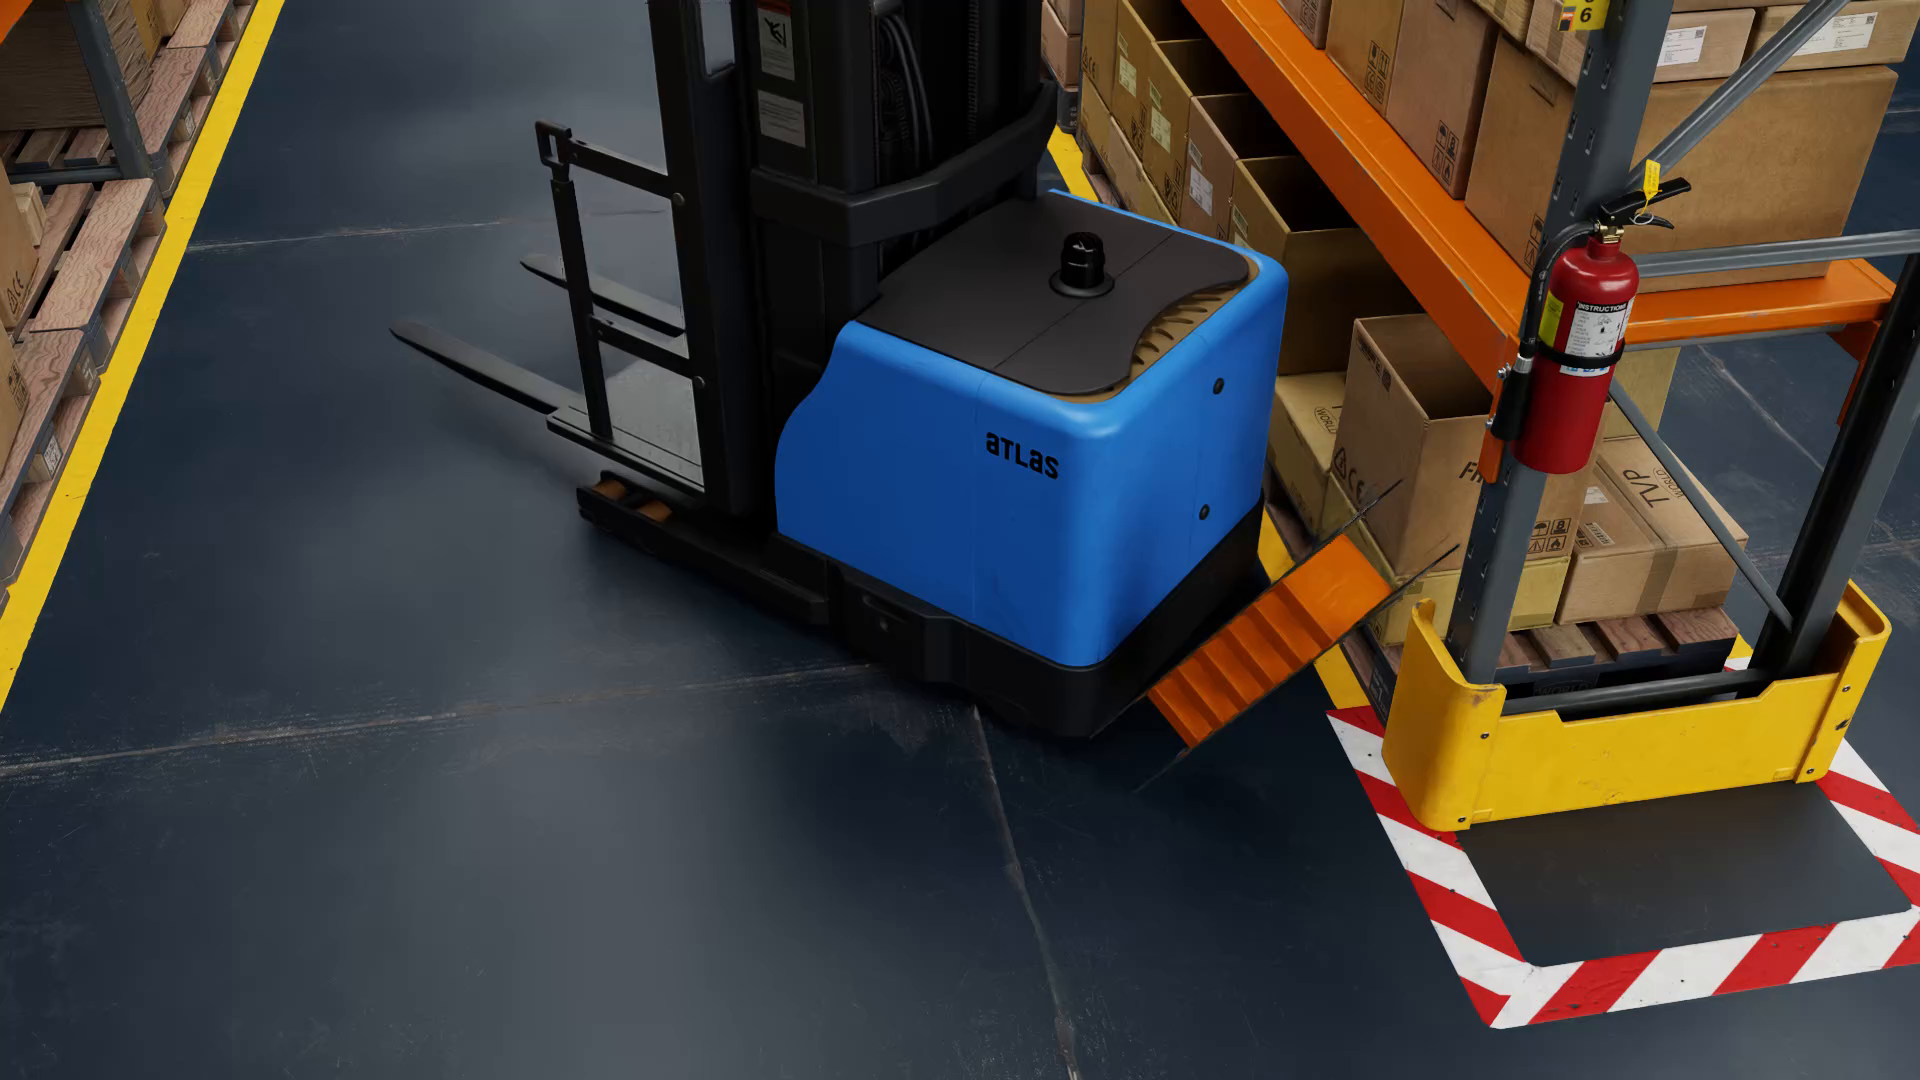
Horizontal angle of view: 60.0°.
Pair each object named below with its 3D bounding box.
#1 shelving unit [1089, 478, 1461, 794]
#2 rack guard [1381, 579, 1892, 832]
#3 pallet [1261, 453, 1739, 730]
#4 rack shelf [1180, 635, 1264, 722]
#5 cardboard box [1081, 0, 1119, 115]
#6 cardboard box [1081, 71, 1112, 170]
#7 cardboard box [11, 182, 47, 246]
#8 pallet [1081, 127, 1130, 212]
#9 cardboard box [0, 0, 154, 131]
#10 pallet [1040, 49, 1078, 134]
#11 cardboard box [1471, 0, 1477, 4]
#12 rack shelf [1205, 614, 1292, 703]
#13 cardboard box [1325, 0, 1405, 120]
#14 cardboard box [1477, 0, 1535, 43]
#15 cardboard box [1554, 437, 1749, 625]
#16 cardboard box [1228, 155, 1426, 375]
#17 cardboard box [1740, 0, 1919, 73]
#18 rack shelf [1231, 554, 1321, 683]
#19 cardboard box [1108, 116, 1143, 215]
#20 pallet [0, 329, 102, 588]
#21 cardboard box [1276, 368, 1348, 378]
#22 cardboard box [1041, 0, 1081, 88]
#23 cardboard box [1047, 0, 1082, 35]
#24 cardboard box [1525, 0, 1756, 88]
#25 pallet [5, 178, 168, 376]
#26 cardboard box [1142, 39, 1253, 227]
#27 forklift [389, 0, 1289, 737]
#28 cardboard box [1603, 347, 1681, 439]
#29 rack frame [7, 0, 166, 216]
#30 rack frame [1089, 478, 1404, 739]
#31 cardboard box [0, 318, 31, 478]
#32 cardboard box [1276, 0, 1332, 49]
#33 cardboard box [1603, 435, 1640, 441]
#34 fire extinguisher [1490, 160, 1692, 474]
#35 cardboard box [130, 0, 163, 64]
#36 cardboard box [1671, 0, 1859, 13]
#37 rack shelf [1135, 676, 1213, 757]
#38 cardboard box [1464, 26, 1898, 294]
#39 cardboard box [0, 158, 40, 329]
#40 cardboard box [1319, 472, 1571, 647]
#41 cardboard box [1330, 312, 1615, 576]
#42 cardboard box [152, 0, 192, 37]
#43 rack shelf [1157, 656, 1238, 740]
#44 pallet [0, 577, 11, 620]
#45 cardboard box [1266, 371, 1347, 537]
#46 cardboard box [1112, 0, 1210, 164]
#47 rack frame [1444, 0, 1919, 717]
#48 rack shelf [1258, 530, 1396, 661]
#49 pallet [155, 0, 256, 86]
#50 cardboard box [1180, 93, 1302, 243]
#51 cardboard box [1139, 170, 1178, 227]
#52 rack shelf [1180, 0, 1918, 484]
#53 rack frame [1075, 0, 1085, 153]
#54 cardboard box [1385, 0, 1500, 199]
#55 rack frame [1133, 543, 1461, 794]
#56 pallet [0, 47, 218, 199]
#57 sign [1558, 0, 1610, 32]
[{"bbox_3d":[0.707,0.267,3.985,0.258,1.200,0.189,-33,79,-35],"label":"shelving unit"},{"bbox_3d":[1.736,0.394,4.336,1.175,0.500,0.348,-6,38,-8],"label":"rack guard"},{"bbox_3d":[1.557,0.036,5.032,1.003,0.211,1.213,-6,38,-8],"label":"pallet"},{"bbox_3d":[0.690,0.288,4.021,0.258,0.103,0.180,-33,79,-35],"label":"rack shelf"},{"bbox_3d":[0.804,-2.086,6.778,0.500,0.500,0.500,-6,38,-8],"label":"cardboard box"},{"bbox_3d":[0.814,-1.791,7.010,0.500,0.250,0.500,-6,38,-8],"label":"cardboard box"},{"bbox_3d":[-3.722,-1.224,6.331,0.380,0.166,0.250,-11,39,-14],"label":"cardboard box"},{"bbox_3d":[1.129,-1.438,6.929,1.003,0.211,1.213,-6,38,-8],"label":"pallet"},{"bbox_3d":[-3.991,-2.118,7.211,0.700,0.500,0.500,-5,38,-6],"label":"cardboard box"},{"bbox_3d":[0.863,-2.364,8.120,1.003,0.211,1.213,-6,38,-8],"label":"pallet"},{"bbox_3d":[1.385,-1.426,4.031,0.380,0.149,0.250,-7,38,-9],"label":"cardboard box"},{"bbox_3d":[0.735,0.233,3.925,0.258,0.103,0.180,-33,79,-35],"label":"rack shelf"},{"bbox_3d":[1.485,-1.548,4.716,0.700,0.500,0.500,-6,38,-8],"label":"cardboard box"},{"bbox_3d":[1.430,-1.272,3.832,0.380,0.149,0.250,-5,38,-7],"label":"cardboard box"},{"bbox_3d":[1.857,-0.036,4.750,0.500,0.250,0.500,-6,38,-8],"label":"cardboard box"},{"bbox_3d":[1.155,-0.878,5.223,0.500,0.500,0.500,-6,38,-8],"label":"cardboard box"},{"bbox_3d":[1.875,-1.164,3.693,0.380,0.149,0.250,-6,38,-8],"label":"cardboard box"},{"bbox_3d":[0.780,0.177,3.828,0.258,0.103,0.180,-33,79,-35],"label":"rack shelf"},{"bbox_3d":[0.896,-1.489,6.620,0.500,0.250,0.500,-6,38,-8],"label":"cardboard box"},{"bbox_3d":[-3.476,-0.247,5.396,1.003,0.211,1.213,-6,38,-8],"label":"pallet"},{"bbox_3d":[1.158,-0.583,5.454,0.500,0.250,0.500,-6,38,-8],"label":"cardboard box"},{"bbox_3d":[0.673,-2.323,7.694,0.500,0.250,0.500,-7,38,-8],"label":"cardboard box"},{"bbox_3d":[0.678,-2.539,7.515,0.500,0.311,0.500,-6,38,-8],"label":"cardboard box"},{"bbox_3d":[1.477,-1.114,3.629,0.380,0.149,0.250,-7,38,-9],"label":"cardboard box"},{"bbox_3d":[-3.693,-0.986,6.347,1.003,0.211,1.213,-6,38,-8],"label":"pallet"},{"bbox_3d":[0.979,-1.482,6.001,0.500,0.500,0.500,-6,38,-8],"label":"cardboard box"},{"bbox_3d":[-0.590,-1.351,4.600,3.031,2.935,1.130,24,44,28],"label":"forklift"},{"bbox_3d":[1.767,-0.634,4.908,0.500,0.500,0.500,-6,38,-8],"label":"cardboard box"},{"bbox_3d":[-3.846,-2.489,6.009,1.000,3.000,0.127,-6,38,-8],"label":"rack frame"},{"bbox_3d":[0.650,0.197,3.999,0.240,1.200,0.006,-33,79,-35],"label":"rack frame"},{"bbox_3d":[-3.356,-0.480,5.102,0.700,0.500,0.500,-9,39,-11],"label":"cardboard box"},{"bbox_3d":[1.389,-1.866,5.125,0.700,0.500,0.500,-5,38,-7],"label":"cardboard box"},{"bbox_3d":[1.766,-0.337,5.138,0.500,0.250,0.500,-6,38,-8],"label":"cardboard box"},{"bbox_3d":[1.295,-0.456,3.455,0.296,0.674,0.183,-6,38,-8],"label":"fire extinguisher"},{"bbox_3d":[-4.131,-2.425,7.605,0.700,0.500,0.500,-7,38,-9],"label":"cardboard box"},{"bbox_3d":[1.653,-1.475,3.565,0.700,0.500,0.500,-6,38,-8],"label":"cardboard box"},{"bbox_3d":[0.601,0.398,4.215,0.258,0.103,0.180,-33,79,-35],"label":"rack shelf"},{"bbox_3d":[1.663,-0.931,3.922,0.700,0.500,0.500,-6,38,-8],"label":"cardboard box"},{"bbox_3d":[-3.624,-1.053,5.839,0.500,0.500,0.500,-9,39,-11],"label":"cardboard box"},{"bbox_3d":[1.347,0.020,4.678,0.500,0.250,0.500,-6,38,-8],"label":"cardboard box"},{"bbox_3d":[1.345,-0.276,4.448,0.500,0.500,0.500,-6,38,-8],"label":"cardboard box"},{"bbox_3d":[-4.181,-2.738,8.008,0.700,0.500,0.500,-6,38,-7],"label":"cardboard box"},{"bbox_3d":[0.646,0.343,4.118,0.258,0.103,0.180,-33,79,-35],"label":"rack shelf"},{"bbox_3d":[-3.265,0.488,4.450,1.003,0.211,1.213,-6,38,-8],"label":"pallet"},{"bbox_3d":[1.248,-0.281,5.065,0.500,0.250,0.500,-6,38,-8],"label":"cardboard box"},{"bbox_3d":[0.899,-1.785,6.391,0.500,0.500,0.500,-6,38,-8],"label":"cardboard box"},{"bbox_3d":[1.732,-0.608,3.588,1.000,3.000,0.127,-6,38,-8],"label":"rack frame"},{"bbox_3d":[0.825,0.122,3.731,0.258,0.103,0.180,-33,79,-35],"label":"rack shelf"},{"bbox_3d":[-4.201,-2.596,8.420,1.003,0.211,1.213,-6,38,-8],"label":"pallet"},{"bbox_3d":[1.069,-1.181,5.612,0.500,0.500,0.500,-6,38,-8],"label":"cardboard box"},{"bbox_3d":[0.979,-1.186,6.231,0.500,0.250,0.500,-6,38,-8],"label":"cardboard box"},{"bbox_3d":[1.381,-1.532,5.363,1.077,0.370,4.000,-6,38,-8],"label":"rack shelf"},{"bbox_3d":[1.031,-3.024,6.697,1.000,3.000,0.127,-6,38,-8],"label":"rack frame"},{"bbox_3d":[1.566,-1.247,4.329,0.700,0.500,0.500,-5,38,-7],"label":"cardboard box"},{"bbox_3d":[0.764,0.338,3.972,0.240,1.200,0.006,-33,79,-35],"label":"rack frame"},{"bbox_3d":[-3.983,-1.858,7.469,1.003,0.211,1.213,-6,38,-8],"label":"pallet"},{"bbox_3d":[1.195,-1.109,3.095,0.100,0.325,0.005,-6,38,-8],"label":"sign"}]
